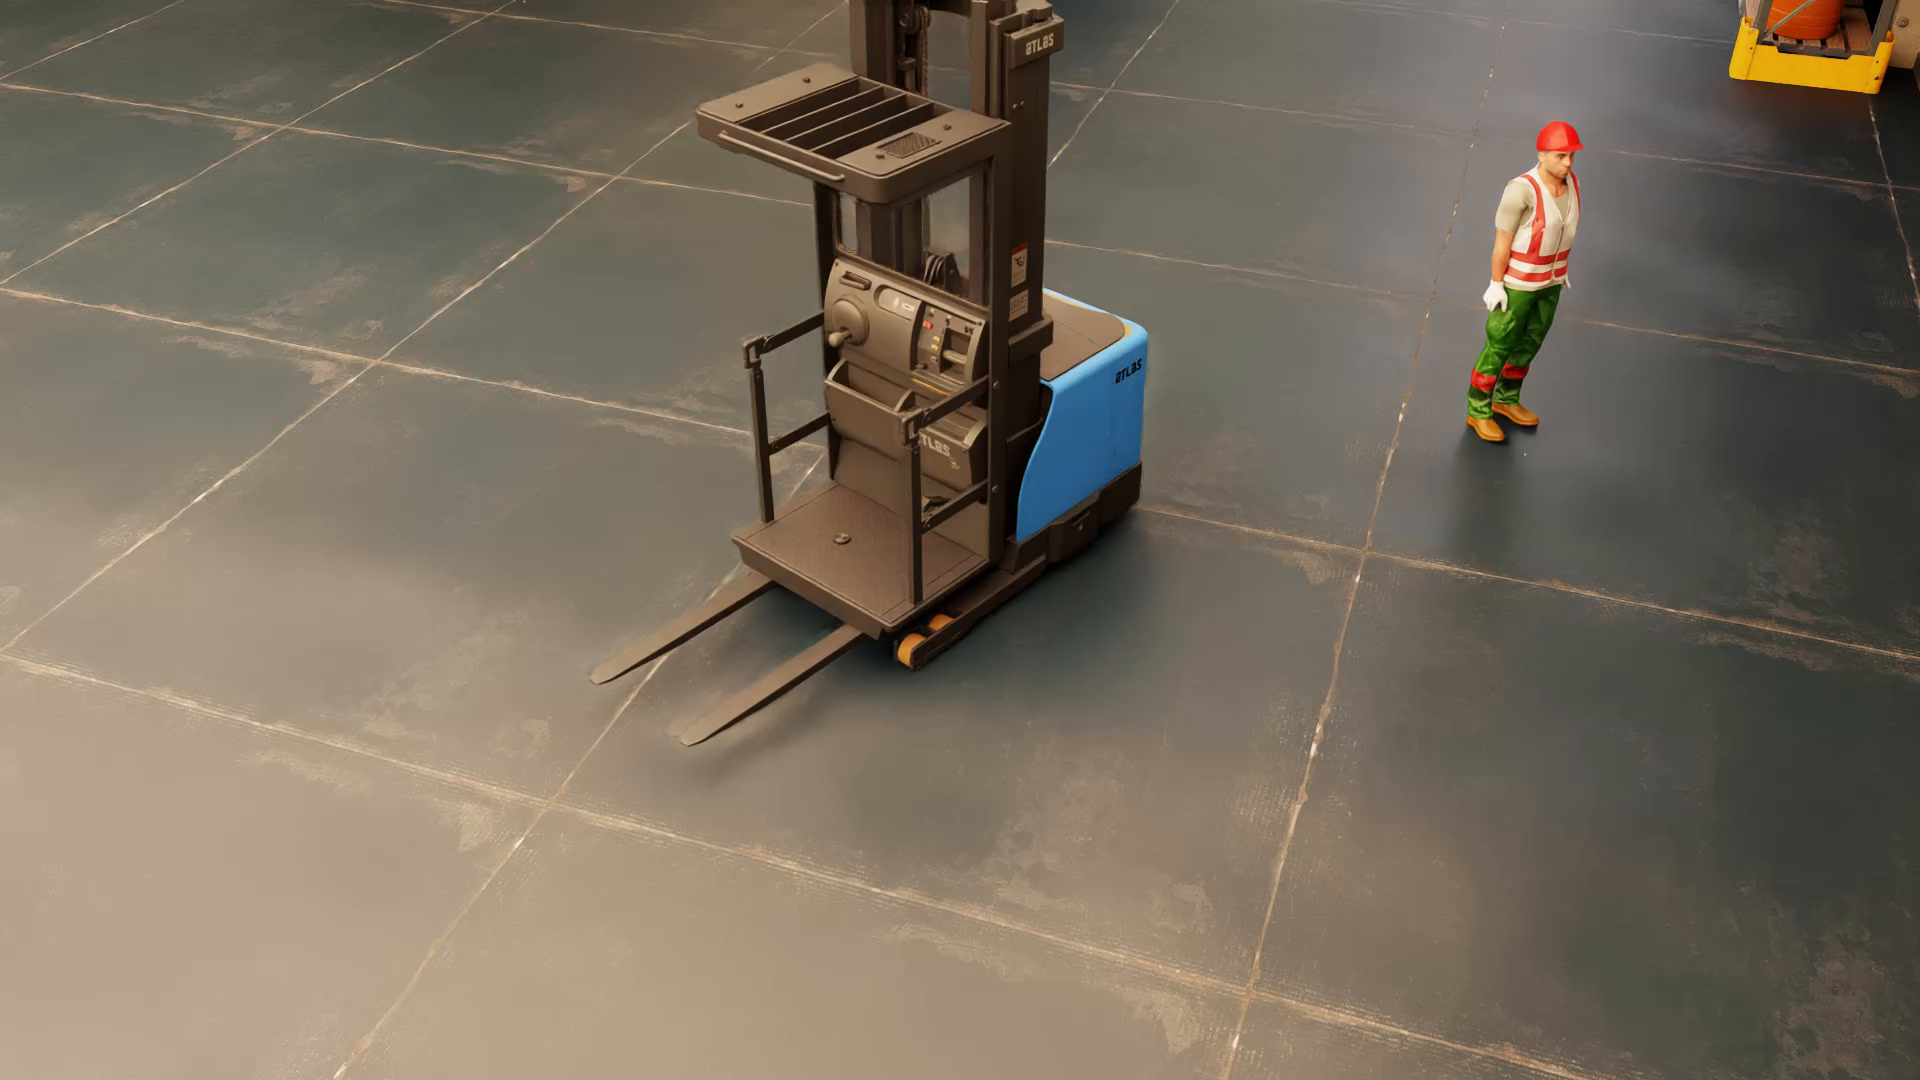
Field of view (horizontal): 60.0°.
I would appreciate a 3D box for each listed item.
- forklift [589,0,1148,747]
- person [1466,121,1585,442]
[{"bbox_3d":[-0.398,-0.924,7.415,1.130,2.935,3.031,27,43,33],"label":"forklift"},{"bbox_3d":[3.123,-1.410,9.086,0.570,1.795,0.359,-19,39,-25],"label":"person"}]
